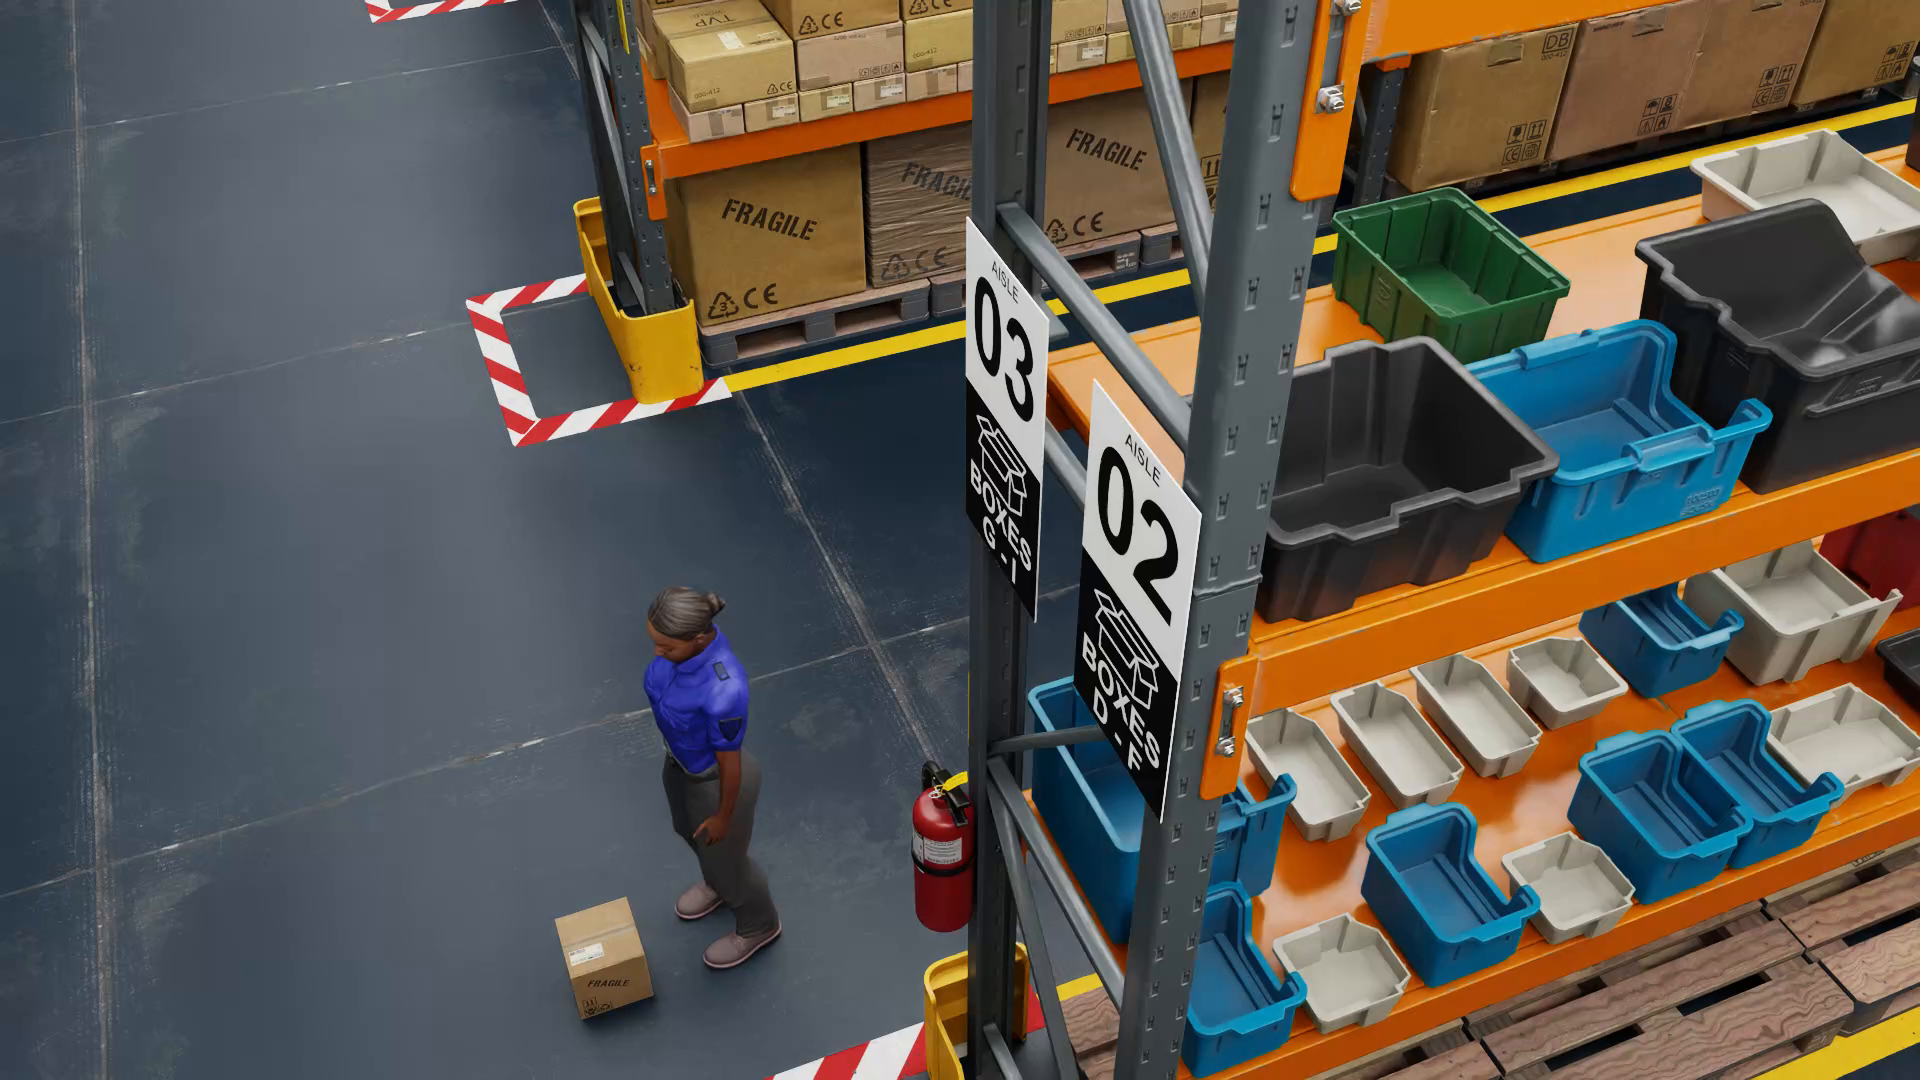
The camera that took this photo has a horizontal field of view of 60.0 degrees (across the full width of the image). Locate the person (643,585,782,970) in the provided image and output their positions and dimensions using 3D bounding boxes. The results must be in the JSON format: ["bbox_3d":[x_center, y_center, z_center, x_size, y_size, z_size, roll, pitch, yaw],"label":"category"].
[{"bbox_3d":[-0.805,0.756,5.334,0.304,1.651,0.440,-22,46,-23],"label":"person"}]
